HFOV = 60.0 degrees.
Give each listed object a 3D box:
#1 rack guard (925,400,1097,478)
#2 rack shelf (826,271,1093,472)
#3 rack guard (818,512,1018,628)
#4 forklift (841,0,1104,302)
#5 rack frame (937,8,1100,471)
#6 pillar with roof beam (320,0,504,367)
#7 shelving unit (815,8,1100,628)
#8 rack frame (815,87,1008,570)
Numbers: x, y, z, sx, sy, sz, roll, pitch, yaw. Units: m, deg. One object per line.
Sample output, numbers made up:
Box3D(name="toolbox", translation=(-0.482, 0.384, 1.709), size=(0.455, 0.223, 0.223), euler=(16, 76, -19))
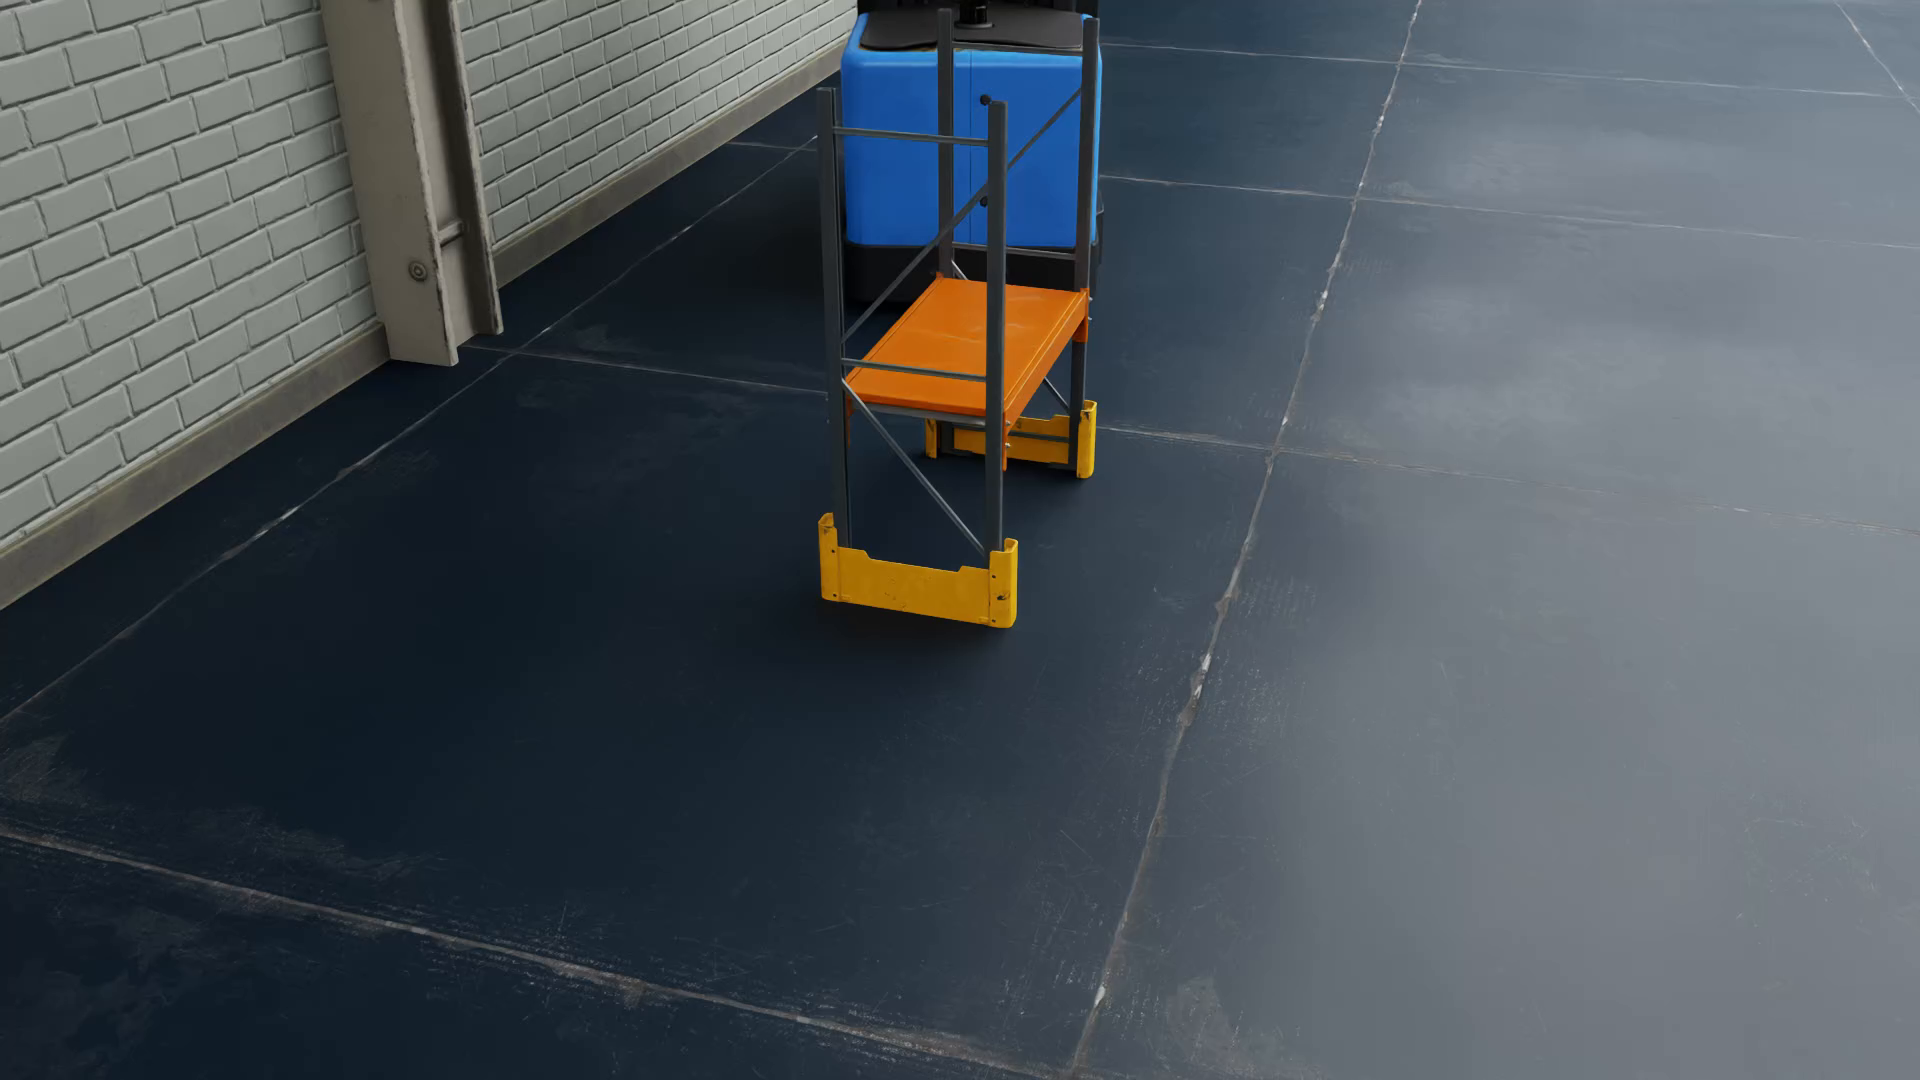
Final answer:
Box3D(name="rack guard", translation=(0.169, -0.376, 5.669), size=(0.587, 0.250, 0.087), euler=(8, 30, 15))
Box3D(name="rack shelf", translation=(0.025, -0.538, 5.044), size=(0.538, 0.185, 1.000), euler=(8, 30, 15))
Box3D(name="rack guard", translation=(-0.124, 0.087, 4.837), size=(0.587, 0.250, 0.087), euler=(8, 30, 15))
Box3D(name="forklift", translation=(0.087, -2.932, 7.505), size=(1.130, 2.935, 3.031), euler=(1, 29, 2))
Box3D(name="rack frame", translation=(0.174, -0.931, 5.381), size=(0.500, 1.500, 0.032), euler=(8, 30, 15))
Box3D(name="pillar with roof beam", translation=(2.051, -4.106, 3.374), size=(9.100, 9.000, 0.400), euler=(8, 30, 15))
Box3D(name="shelving unit", translation=(0.022, -0.691, 4.949), size=(0.587, 1.500, 1.083), euler=(8, 30, 15))
Box3D(name="rack frame", translation=(-0.124, -0.459, 4.532), size=(0.500, 1.500, 0.032), euler=(8, 30, 15))
